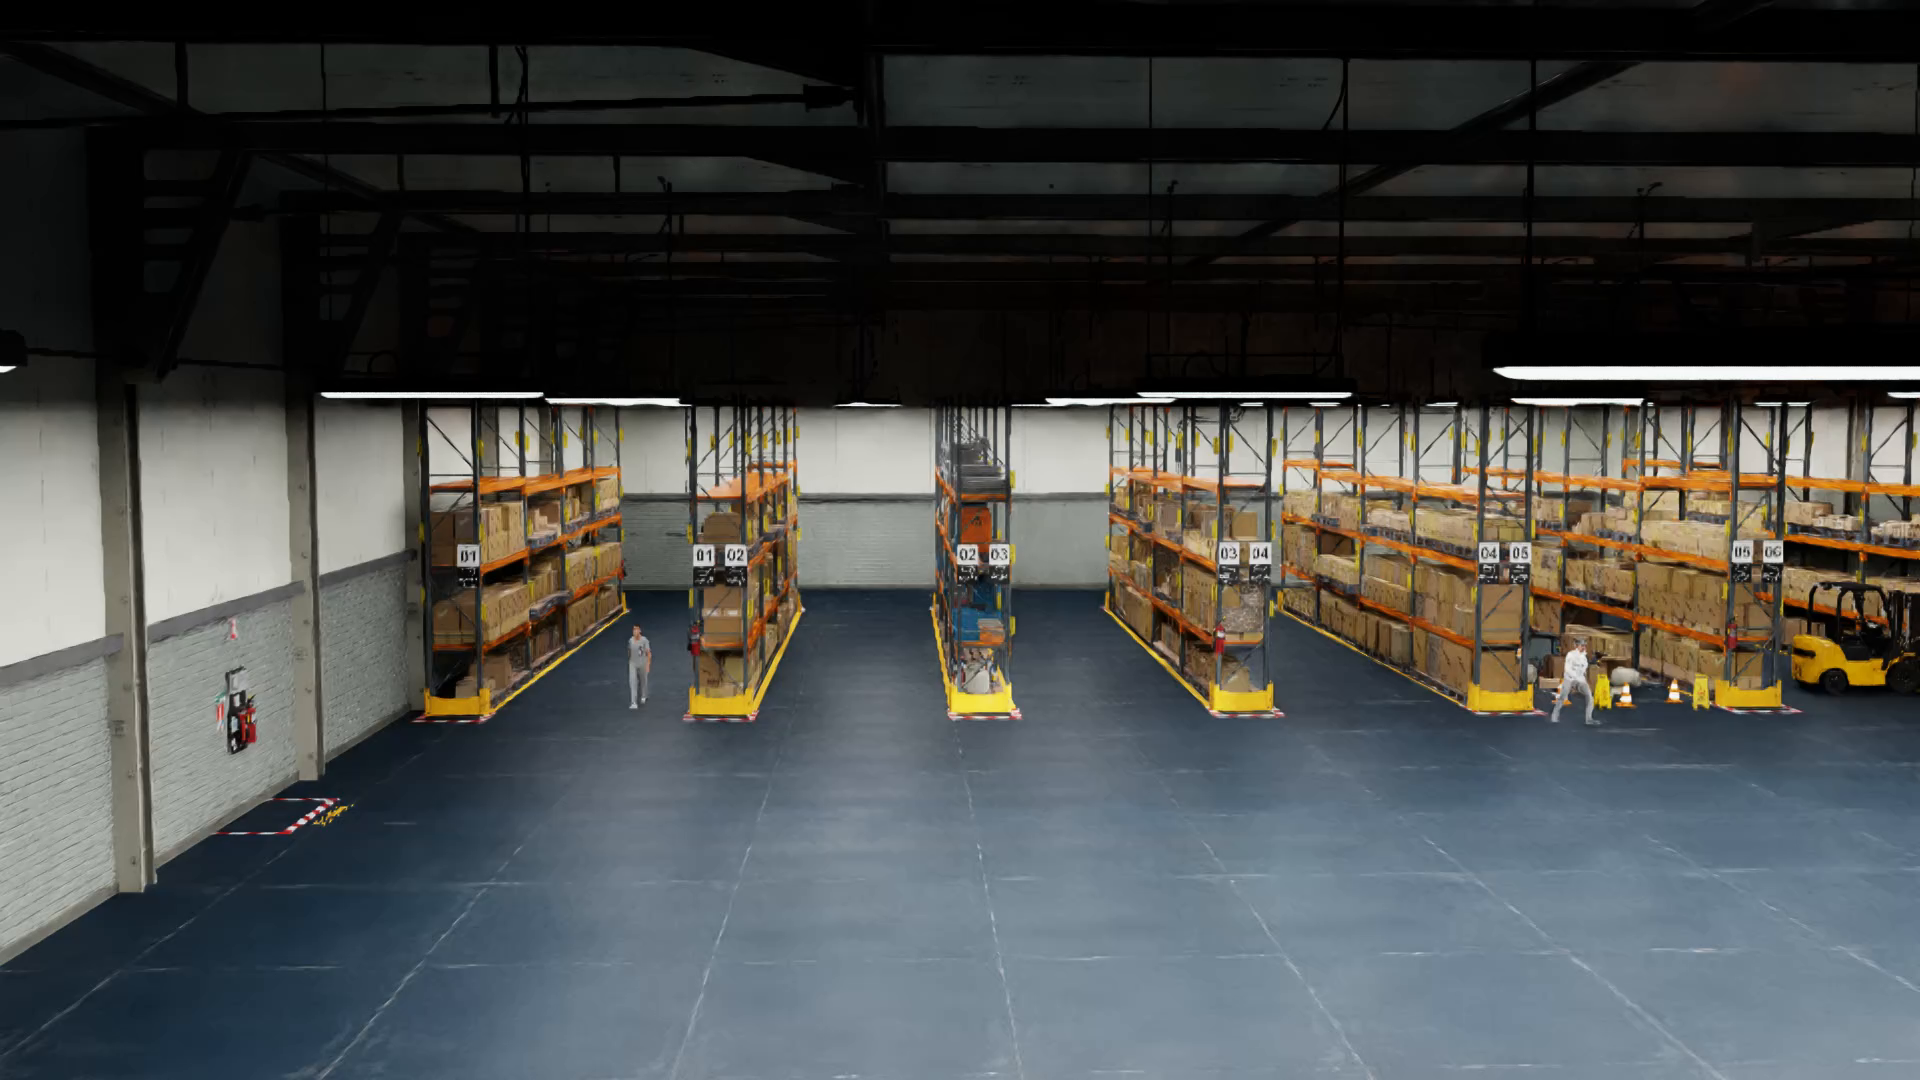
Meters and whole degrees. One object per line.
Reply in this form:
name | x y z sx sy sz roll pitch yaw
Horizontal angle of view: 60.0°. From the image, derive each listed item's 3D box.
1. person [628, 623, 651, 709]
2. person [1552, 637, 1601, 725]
person | -6.164 2.398 31.960 0.453 1.612 1.019 0 5 -4
person | 11.170 2.534 30.212 0.639 1.610 0.808 -2 5 -19
